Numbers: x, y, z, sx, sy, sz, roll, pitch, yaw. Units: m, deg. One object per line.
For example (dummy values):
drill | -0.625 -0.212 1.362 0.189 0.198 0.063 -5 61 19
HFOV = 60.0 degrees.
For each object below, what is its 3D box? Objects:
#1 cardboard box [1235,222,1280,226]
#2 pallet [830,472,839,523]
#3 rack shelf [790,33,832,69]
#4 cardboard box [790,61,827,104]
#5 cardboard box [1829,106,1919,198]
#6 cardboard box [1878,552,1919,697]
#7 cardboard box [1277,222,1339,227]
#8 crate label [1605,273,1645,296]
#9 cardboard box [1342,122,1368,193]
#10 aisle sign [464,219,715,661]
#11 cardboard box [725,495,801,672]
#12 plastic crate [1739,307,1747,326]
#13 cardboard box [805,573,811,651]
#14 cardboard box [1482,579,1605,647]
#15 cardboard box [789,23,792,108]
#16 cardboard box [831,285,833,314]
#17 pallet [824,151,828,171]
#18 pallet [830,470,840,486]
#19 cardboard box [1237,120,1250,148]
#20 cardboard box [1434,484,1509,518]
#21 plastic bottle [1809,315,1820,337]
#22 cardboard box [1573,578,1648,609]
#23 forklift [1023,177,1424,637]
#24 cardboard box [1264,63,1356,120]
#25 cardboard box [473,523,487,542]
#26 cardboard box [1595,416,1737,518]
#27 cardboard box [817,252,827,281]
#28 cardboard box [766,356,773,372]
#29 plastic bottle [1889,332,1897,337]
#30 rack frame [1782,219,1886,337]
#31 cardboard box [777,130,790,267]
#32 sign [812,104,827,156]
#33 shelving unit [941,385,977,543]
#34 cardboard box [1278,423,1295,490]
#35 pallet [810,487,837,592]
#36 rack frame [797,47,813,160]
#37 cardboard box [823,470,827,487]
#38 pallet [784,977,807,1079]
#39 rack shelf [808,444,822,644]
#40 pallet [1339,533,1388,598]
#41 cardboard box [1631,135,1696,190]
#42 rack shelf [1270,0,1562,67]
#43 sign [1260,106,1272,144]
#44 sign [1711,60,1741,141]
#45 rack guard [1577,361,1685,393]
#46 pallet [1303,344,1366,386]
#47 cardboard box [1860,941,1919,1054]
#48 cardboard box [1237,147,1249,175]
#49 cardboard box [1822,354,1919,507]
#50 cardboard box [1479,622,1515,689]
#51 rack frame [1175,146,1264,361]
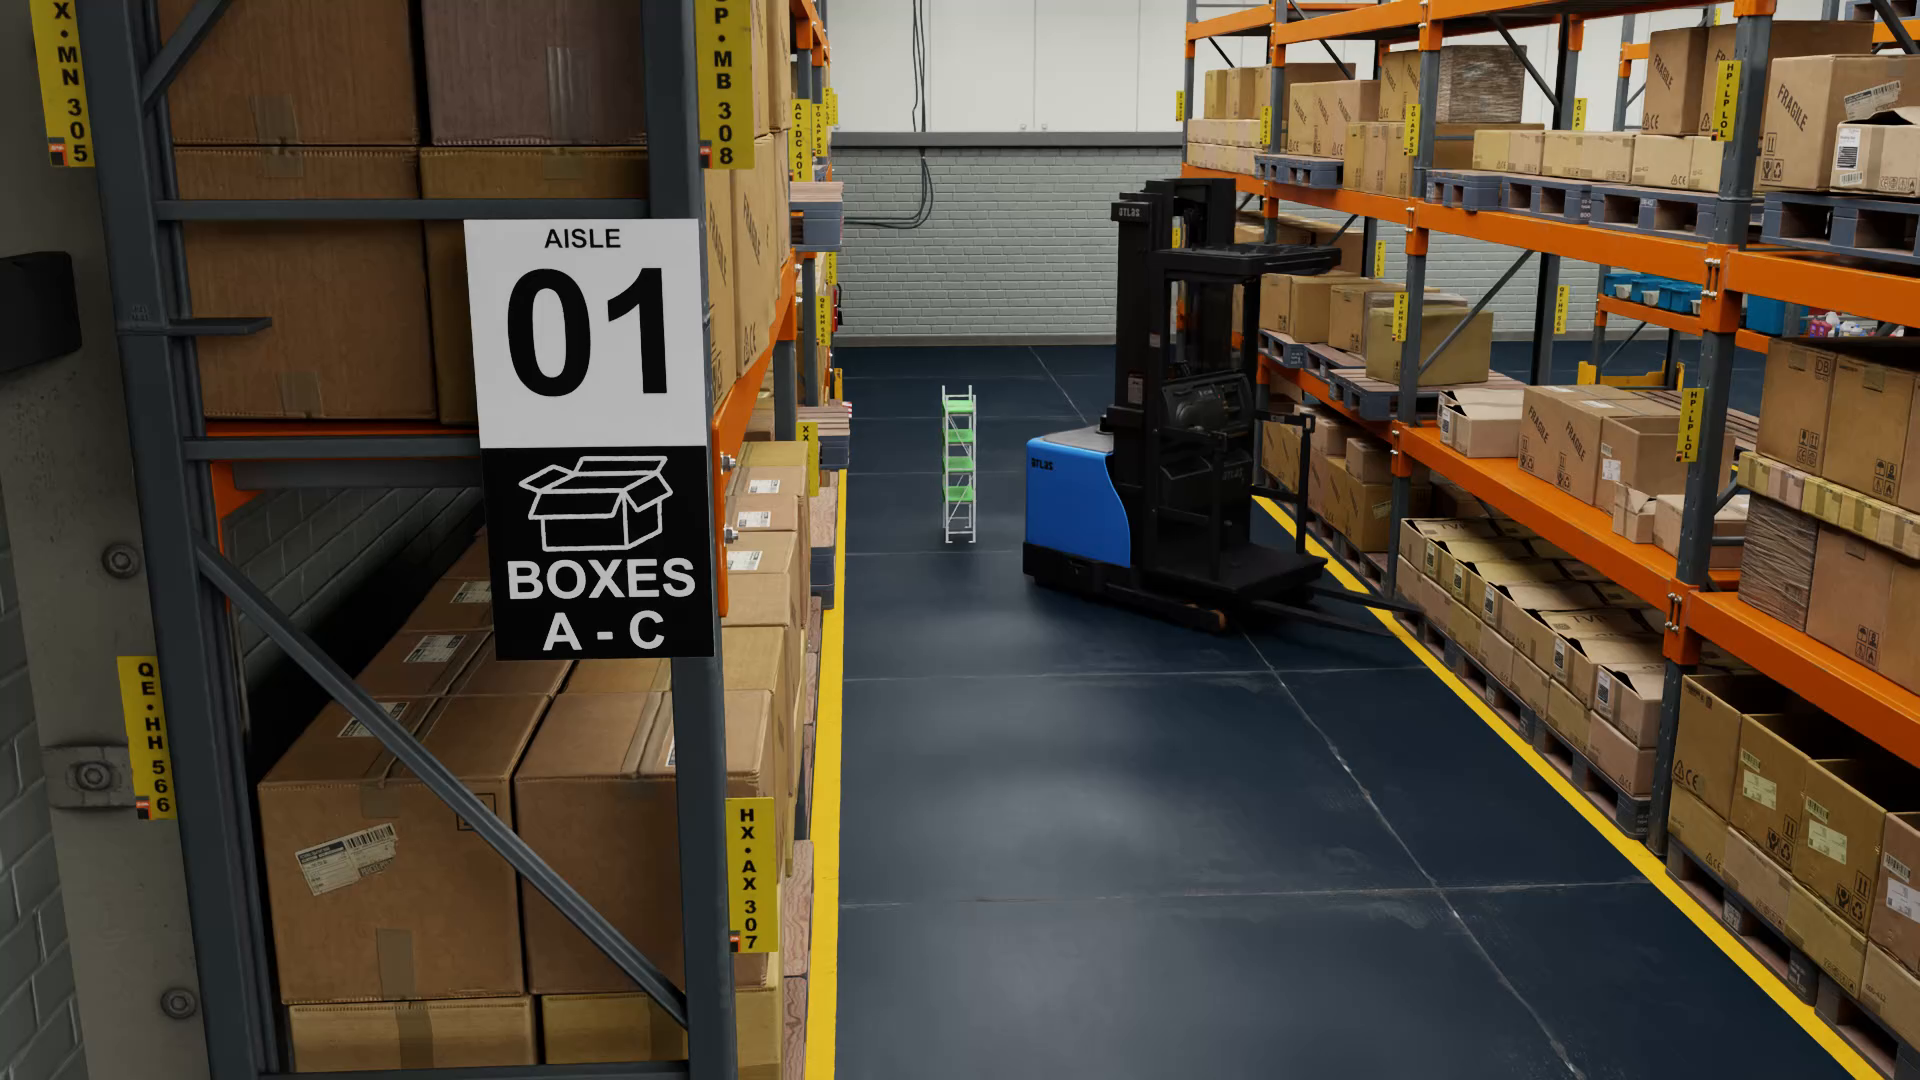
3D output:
cardboard box | 2.897 -2.888 16.524 0.500 0.500 0.500 -1 14 -3
pallet | -1.569 -0.362 14.511 1.003 0.211 1.213 -1 14 -3
rack shelf | -1.816 -4.764 16.230 1.077 0.370 4.000 -1 14 -3
cardboard box | -1.456 -4.080 15.098 0.500 0.500 0.500 -1 14 -4
cardboard box | 3.549 -1.408 6.016 0.500 0.311 0.500 -2 15 -7
cardboard box | 3.848 0.326 6.038 0.700 0.500 0.500 -1 14 -3
cardboard box | 3.440 -2.891 16.537 0.500 0.500 0.500 -1 14 -5
crate label | 7.635 -2.933 19.121 0.416 0.233 0.303 -1 14 -3
cardboard box | 3.375 -2.851 12.369 0.910 0.500 0.500 -1 14 -3
aisle sign | -0.645 -0.165 2.930 0.394 0.787 0.004 -1 14 -3
cardboard box | -0.801 0.148 5.687 0.500 0.500 0.500 -1 14 -5
plastic crate | 7.858 -2.227 16.592 0.437 0.125 0.590 -1 14 -3
cardboard box | -0.865 0.262 6.749 0.500 0.250 0.500 -1 14 -3
cardboard box | 3.342 0.390 9.539 0.500 0.311 0.500 -1 14 -4
cardboard box | -0.895 -1.789 6.191 0.500 0.500 0.500 -2 15 -8
cardboard box | -1.842 -2.736 17.539 0.980 0.700 0.700 -1 14 -4
pallet | -1.732 -3.517 15.334 1.003 0.211 1.213 -1 14 -3
pallet | -1.661 -0.743 15.992 1.003 0.211 1.213 -1 14 -3
cardboard box | 2.923 -3.844 15.726 0.500 0.250 0.500 -1 14 -3
cardboard box | 3.757 -0.106 12.053 0.500 0.500 0.500 0 14 -1
plastic bottle | 7.793 -1.902 15.134 0.061 0.283 0.133 -1 14 -3
cardboard box | 3.874 0.376 9.594 0.500 0.311 0.500 0 14 -2
forklift | 1.852 -0.934 11.274 1.130 2.935 3.031 -14 20 -42
cardboard box | 3.184 -4.087 15.163 0.700 0.500 0.500 -1 14 -3
cardboard box | -1.322 0.159 5.646 0.500 0.500 0.500 0 14 -2
cardboard box | 3.683 -0.362 8.713 0.500 0.500 0.500 0 14 1
cardboard box | -1.408 -2.357 14.324 0.500 0.250 0.500 -1 14 -2
cardboard box | -1.306 -0.744 9.315 0.700 0.500 0.500 -1 14 -3
plastic bottle | 7.902 -1.645 14.150 0.152 0.276 0.135 -1 14 -3
rack frame | 8.196 -2.057 15.500 1.000 3.000 0.127 -1 14 -3
cardboard box | -0.918 -1.302 6.308 0.500 0.500 0.500 0 14 -2
sign | -0.903 -2.620 10.631 0.100 0.325 0.005 -1 14 -3
shelving unit | -0.010 -0.622 13.537 0.258 1.200 0.503 -1 14 -3
cardboard box | 3.083 -0.727 14.465 0.500 0.500 0.500 -1 14 -3
pallet | -1.099 -0.013 7.944 1.003 0.211 1.213 -1 14 -3
rack frame | -1.444 -3.814 10.291 1.000 3.000 0.127 -1 14 -3
cardboard box | -1.407 -0.474 12.820 0.750 0.750 0.750 -1 14 -4
pallet | -1.041 1.907 5.691 1.003 0.211 1.213 -1 14 -3
rack shelf | -1.320 -0.063 9.195 1.077 0.370 4.000 -1 14 -3
pallet | 3.491 0.178 12.411 1.003 0.211 1.213 -1 14 -3
cardboard box | 3.682 -1.865 8.193 0.500 0.250 0.500 -2 15 -9
rack shelf | 3.376 -3.847 12.665 1.077 0.370 4.000 -1 14 -3
sign | 2.711 -3.674 14.728 0.100 0.325 0.005 -1 14 -3
sign | 3.206 -1.836 6.954 0.100 0.325 0.005 -1 14 -3
rack guard | 7.934 -1.847 19.700 1.175 0.500 0.348 -1 14 -3
pallet | 3.374 -1.377 13.243 1.003 0.211 1.213 -1 14 -3
cardboard box | 3.562 1.630 5.847 0.500 0.250 0.500 -1 14 -3
cardboard box | 2.936 -3.602 15.789 0.500 0.250 0.500 -1 14 -3
cardboard box | 3.814 -0.432 6.382 0.700 0.500 0.500 -1 14 -4
cardboard box | 3.341 0.659 9.622 0.500 0.250 0.500 -1 14 -2
rack frame | 3.004 -2.976 19.072 1.000 3.000 0.127 -1 14 -3
